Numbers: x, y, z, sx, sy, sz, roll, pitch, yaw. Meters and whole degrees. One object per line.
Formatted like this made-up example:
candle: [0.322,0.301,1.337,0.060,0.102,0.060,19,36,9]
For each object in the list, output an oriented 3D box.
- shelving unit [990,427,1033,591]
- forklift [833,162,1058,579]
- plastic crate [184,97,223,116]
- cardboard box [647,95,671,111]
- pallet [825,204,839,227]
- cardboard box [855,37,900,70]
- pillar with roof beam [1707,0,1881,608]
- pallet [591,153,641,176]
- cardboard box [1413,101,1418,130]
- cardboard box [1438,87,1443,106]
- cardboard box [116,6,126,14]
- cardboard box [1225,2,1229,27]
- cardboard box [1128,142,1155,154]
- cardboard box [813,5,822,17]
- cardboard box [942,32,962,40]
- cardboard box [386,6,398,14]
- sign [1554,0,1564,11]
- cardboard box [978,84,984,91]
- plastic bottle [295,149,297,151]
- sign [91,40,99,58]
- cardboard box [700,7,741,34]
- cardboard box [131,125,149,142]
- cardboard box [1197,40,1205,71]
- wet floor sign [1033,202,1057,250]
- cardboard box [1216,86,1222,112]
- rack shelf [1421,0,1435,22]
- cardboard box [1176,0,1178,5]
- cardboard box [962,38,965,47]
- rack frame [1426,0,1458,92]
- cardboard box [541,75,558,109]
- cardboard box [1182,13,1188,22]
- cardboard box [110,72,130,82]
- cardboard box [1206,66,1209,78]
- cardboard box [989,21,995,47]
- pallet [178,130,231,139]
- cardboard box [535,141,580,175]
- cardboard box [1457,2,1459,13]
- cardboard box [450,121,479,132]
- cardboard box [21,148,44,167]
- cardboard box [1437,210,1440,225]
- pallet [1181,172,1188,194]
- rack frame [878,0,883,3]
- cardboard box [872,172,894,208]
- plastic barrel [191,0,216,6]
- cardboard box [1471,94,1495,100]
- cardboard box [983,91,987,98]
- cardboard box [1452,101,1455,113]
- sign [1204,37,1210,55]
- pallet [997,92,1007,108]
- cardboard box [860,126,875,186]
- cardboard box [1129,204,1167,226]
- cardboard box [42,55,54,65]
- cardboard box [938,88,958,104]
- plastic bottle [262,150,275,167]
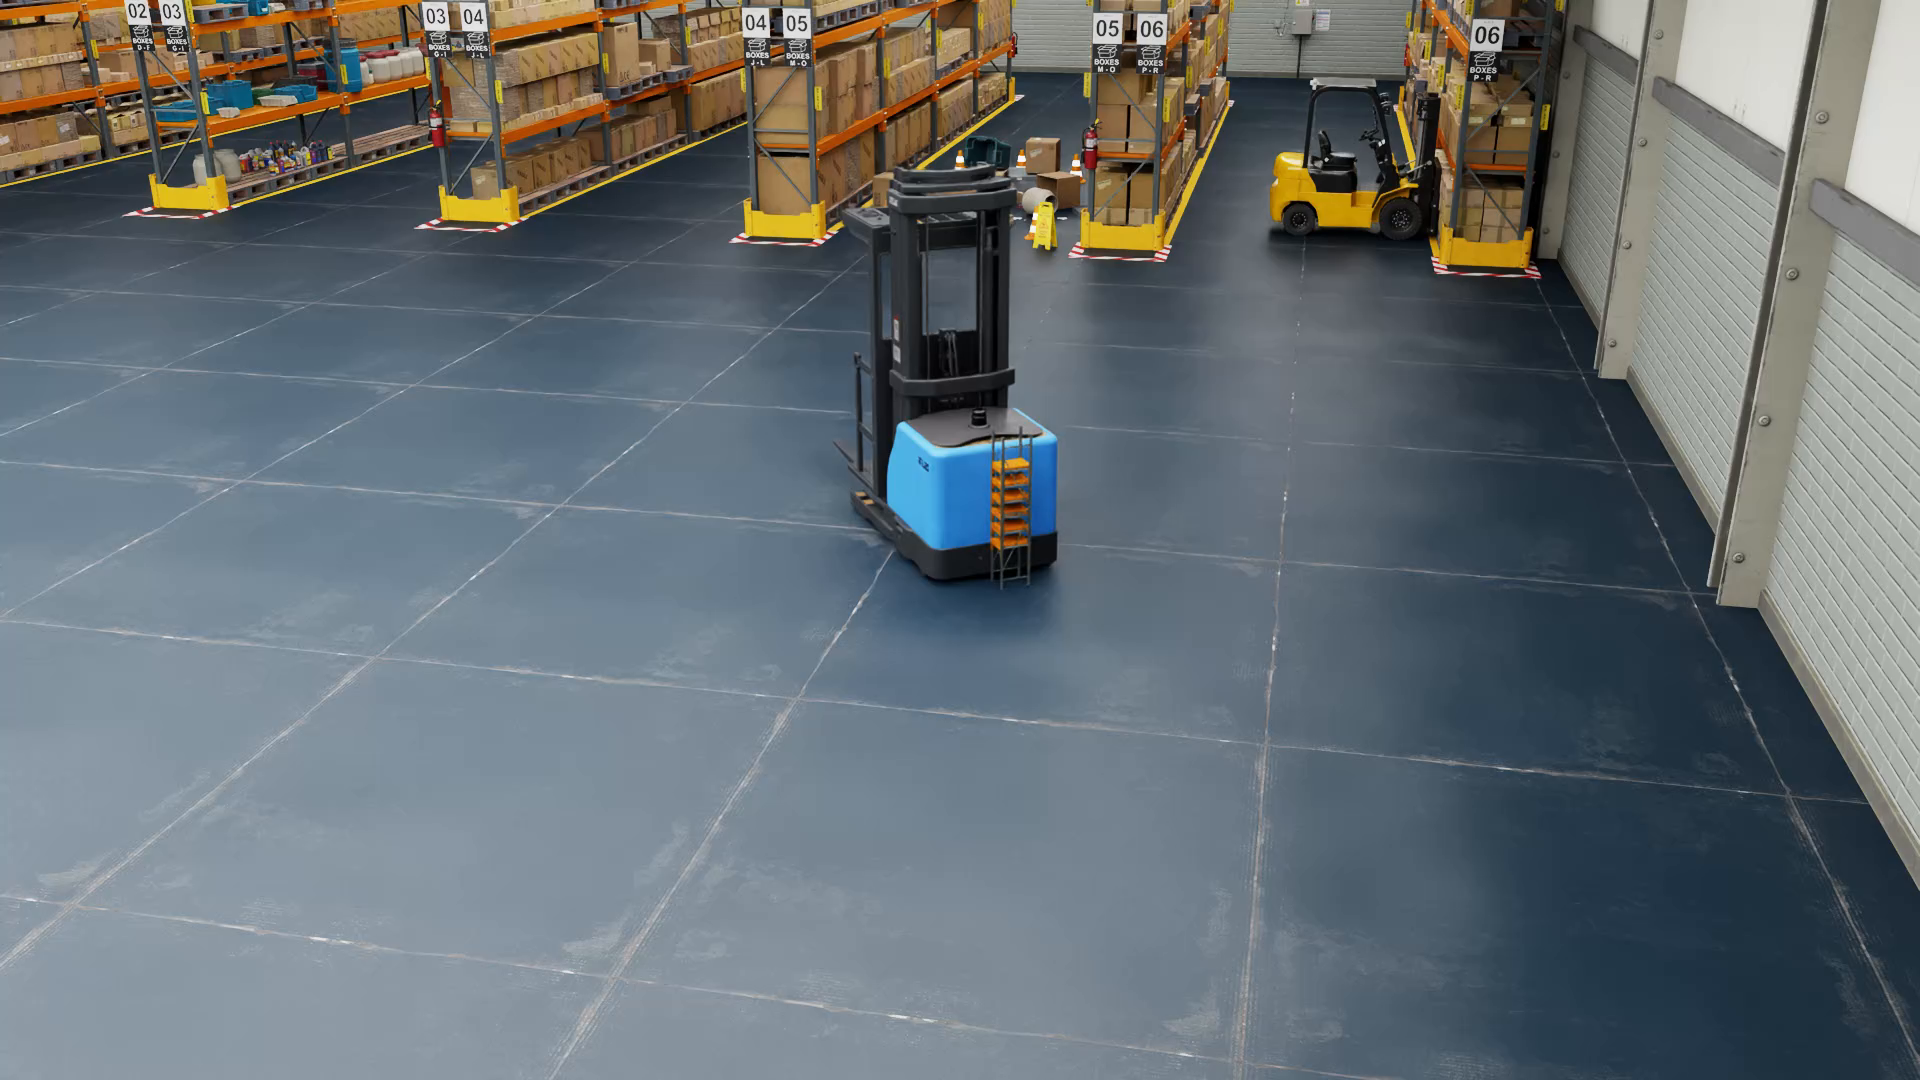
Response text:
shelving unit: [0.379,-0.227,12.311,0.258,1.200,0.189,-9,23,-20]
forklift: [-0.271,-1.583,13.360,1.130,2.935,3.031,-9,23,-20]
plastic crate: [-12.301,-7.063,27.075,0.499,0.251,0.408,4,22,11]
cardboard box: [-5.875,-8.383,31.906,0.500,0.250,0.500,5,23,13]
pallet: [-2.478,-4.902,25.242,1.003,0.211,1.213,4,22,11]
cardboard box: [-1.446,-8.425,28.785,0.700,0.500,0.500,5,22,11]
pillar with roof beam: [1.523,-4.088,11.457,9.100,9.000,0.400,4,22,11]
pallet: [-6.426,-6.766,29.871,1.003,0.211,1.213,4,22,11]
cardboard box: [9.292,-8.444,33.087,0.500,0.500,0.500,5,23,13]
cardboard box: [7.828,-7.004,26.260,0.500,0.250,0.500,4,22,10]
cardboard box: [-19.343,-12.184,38.029,0.500,0.250,0.500,5,22,12]
cardboard box: [5.624,-11.530,36.495,0.500,0.500,0.500,5,22,11]
cardboard box: [2.574,-5.548,23.451,0.380,0.149,0.250,5,22,11]
cardboard box: [-2.181,-7.514,23.620,0.380,0.149,0.250,5,22,11]
cardboard box: [-0.169,-10.189,33.616,0.380,0.149,0.250,4,22,11]
cardboard box: [-13.857,-12.871,39.826,0.500,0.500,0.500,5,22,12]
sign: [7.704,-6.968,21.350,0.100,0.325,0.005,4,22,11]
cardboard box: [0.306,-9.833,36.212,0.380,0.149,0.250,4,22,10]
plastic bottle: [-11.492,-6.649,28.895,0.061,0.283,0.133,4,22,11]
sign: [-15.737,-8.928,30.241,0.100,0.325,0.005,4,22,11]
cardboard box: [-5.073,-10.978,35.120,0.797,0.503,0.637,4,22,10]
cardboard box: [-15.850,-7.766,31.740,0.500,0.250,0.500,5,22,12]
cardboard box: [4.114,-8.674,29.781,0.500,0.500,0.500,4,22,9]
wet floor sign: [1.216,-4.476,23.604,0.267,0.644,0.232,13,25,29]
cardboard box: [5.166,-9.500,35.795,0.875,0.438,0.875,4,22,9]
rack shelf: [9.202,-9.894,30.853,1.077,0.370,4.000,4,22,11]
cardboard box: [2.936,-7.769,23.882,0.380,0.149,0.250,5,22,12]
cardboard box: [-0.110,-10.154,33.927,0.380,0.149,0.250,5,23,13]
rack frame: [8.794,-8.105,29.463,1.000,3.000,0.127,4,22,11]
cardboard box: [-7.018,-7.249,26.805,0.875,0.500,0.500,4,22,11]
cardboard box: [3.353,-8.155,25.909,0.380,0.149,0.250,5,22,11]
cardboard box: [-15.900,-8.723,31.334,0.380,0.149,0.250,4,22,11]
cardboard box: [4.481,-8.953,31.769,0.500,0.250,0.500,5,23,13]
cardboard box: [0.464,-10.995,36.106,0.500,0.500,0.500,4,22,10]
pallet: [-15.670,-8.402,33.934,1.003,0.211,1.213,4,22,11]
cardboard box: [-6.814,-6.457,28.154,0.500,0.500,0.500,12,25,28]
cardboard box: [7.432,-7.736,24.172,0.380,0.149,0.250,5,23,13]
cardboard box: [-7.544,-6.315,25.355,0.380,0.149,0.250,4,22,11]
cardboard box: [-16.462,-6.715,29.131,0.500,0.250,0.500,4,22,11]
cardboard box: [7.170,-4.658,24.023,0.500,0.250,0.500,5,22,11]
pallet: [3.276,-6.011,27.995,1.003,0.211,1.213,4,22,11]
rack frame: [-1.748,-10.142,26.491,1.000,3.000,0.127,4,22,11]
cardboard box: [-1.061,-5.555,26.475,0.500,0.500,0.500,8,23,20]
plastic barrel: [-12.140,-8.789,26.333,0.600,0.588,0.600,0,22,0]
cardboard box: [7.199,-6.087,23.053,0.380,0.149,0.250,5,22,11]
cardboard box: [0.386,-9.792,36.509,0.380,0.149,0.250,6,23,13]
cardboard box: [7.196,-6.146,23.596,0.380,0.149,0.250,5,22,11]
sign: [4.467,-8.945,30.104,0.100,0.325,0.005,4,22,11]
pallet: [0.484,-10.133,38.230,1.003,0.211,1.213,4,22,11]
cardboard box: [-1.945,-6.344,27.373,0.875,0.875,0.875,5,22,12]
cardboard box: [2.737,-4.750,24.250,0.500,0.250,0.500,4,22,10]
cardboard box: [-16.282,-8.480,29.393,0.380,0.149,0.250,4,22,11]
cardboard box: [-0.338,-8.805,32.981,0.500,0.250,0.500,5,22,11]
plastic bottle: [-11.978,-6.603,28.790,0.152,0.276,0.135,4,22,11]
